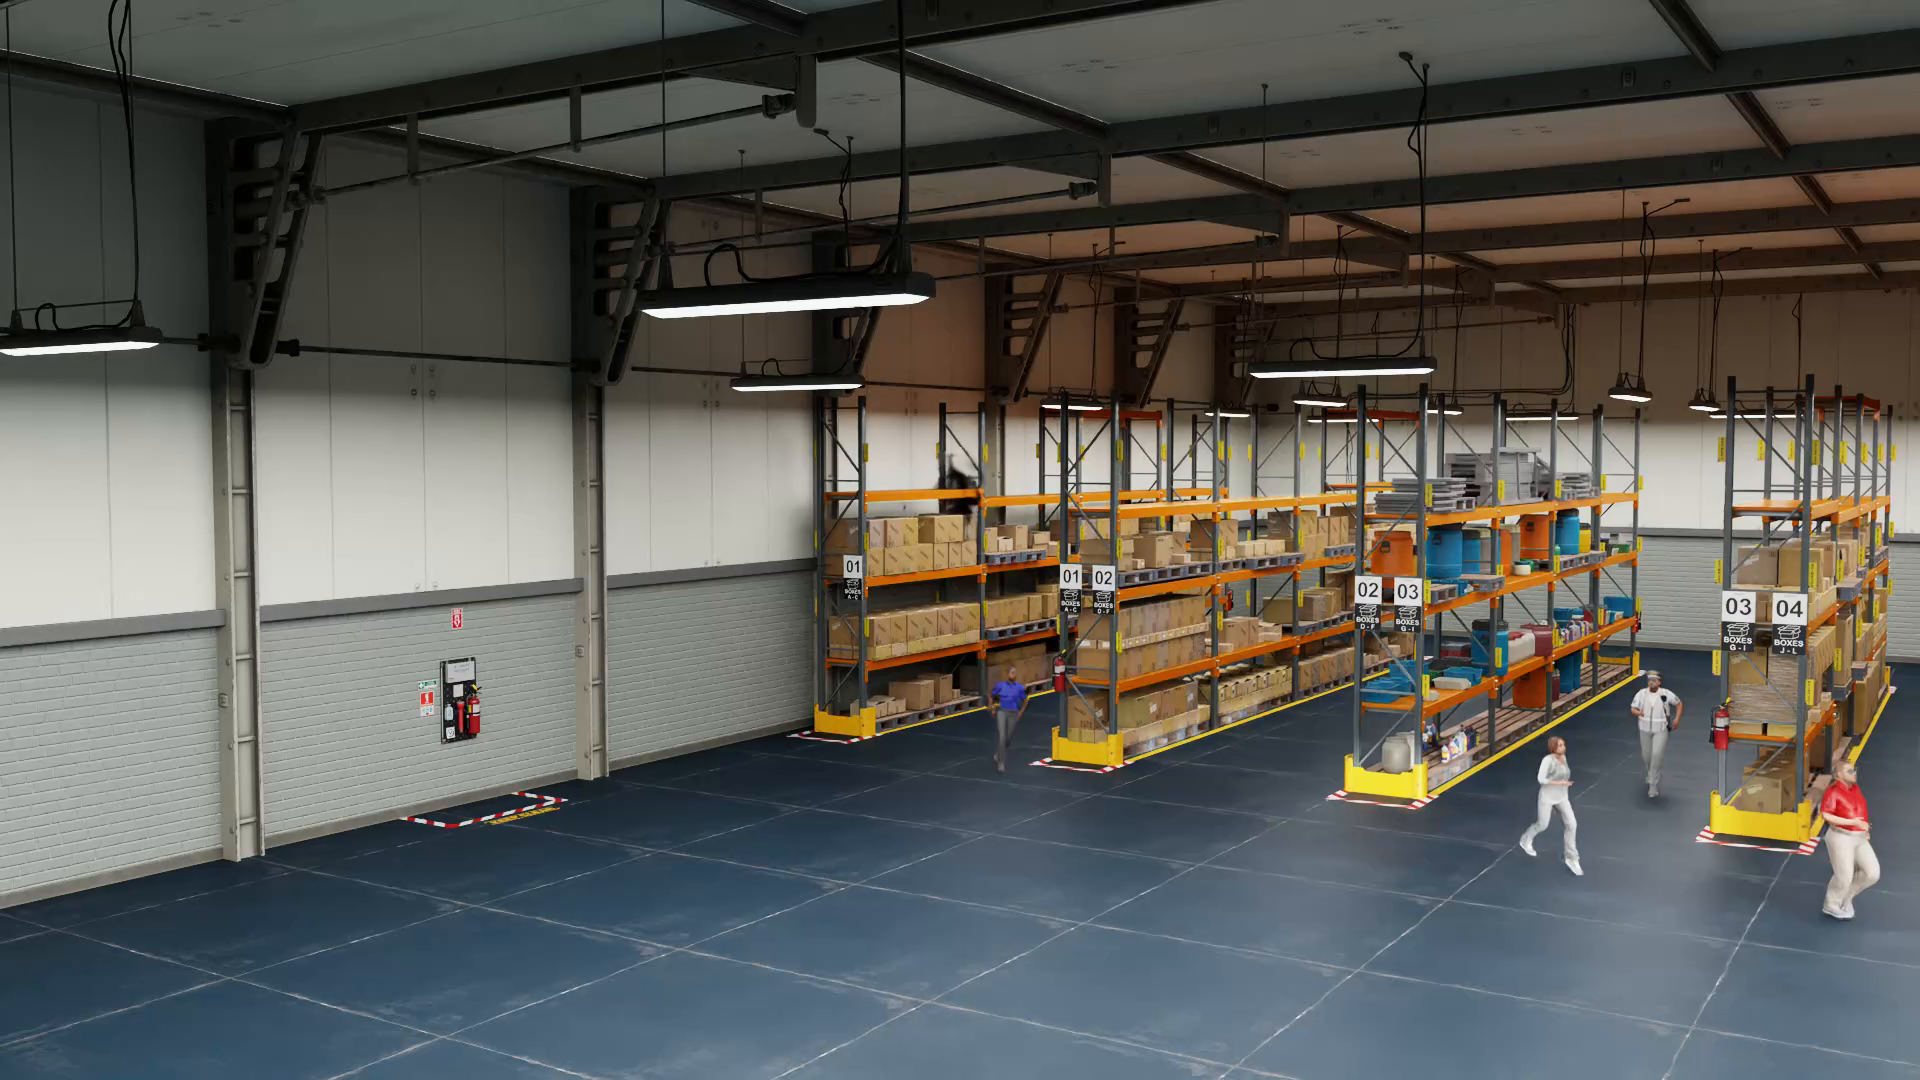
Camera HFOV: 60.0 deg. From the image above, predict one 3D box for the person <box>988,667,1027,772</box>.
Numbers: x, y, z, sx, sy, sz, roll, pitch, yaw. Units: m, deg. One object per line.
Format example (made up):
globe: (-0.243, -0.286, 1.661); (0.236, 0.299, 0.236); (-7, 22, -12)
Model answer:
person: (0.759, 2.820, 26.401); (0.617, 1.635, 0.681); (0, 3, -8)

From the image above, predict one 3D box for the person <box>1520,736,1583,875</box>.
person: (7.093, 3.162, 20.039); (0.509, 1.634, 0.901); (-1, 3, -24)

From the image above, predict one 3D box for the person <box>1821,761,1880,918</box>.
person: (9.522, 3.222, 17.731); (0.648, 1.708, 0.621); (-1, 3, -22)

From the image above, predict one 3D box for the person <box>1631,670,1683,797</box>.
person: (10.269, 2.825, 24.604); (0.669, 1.800, 0.969); (2, 4, 37)
